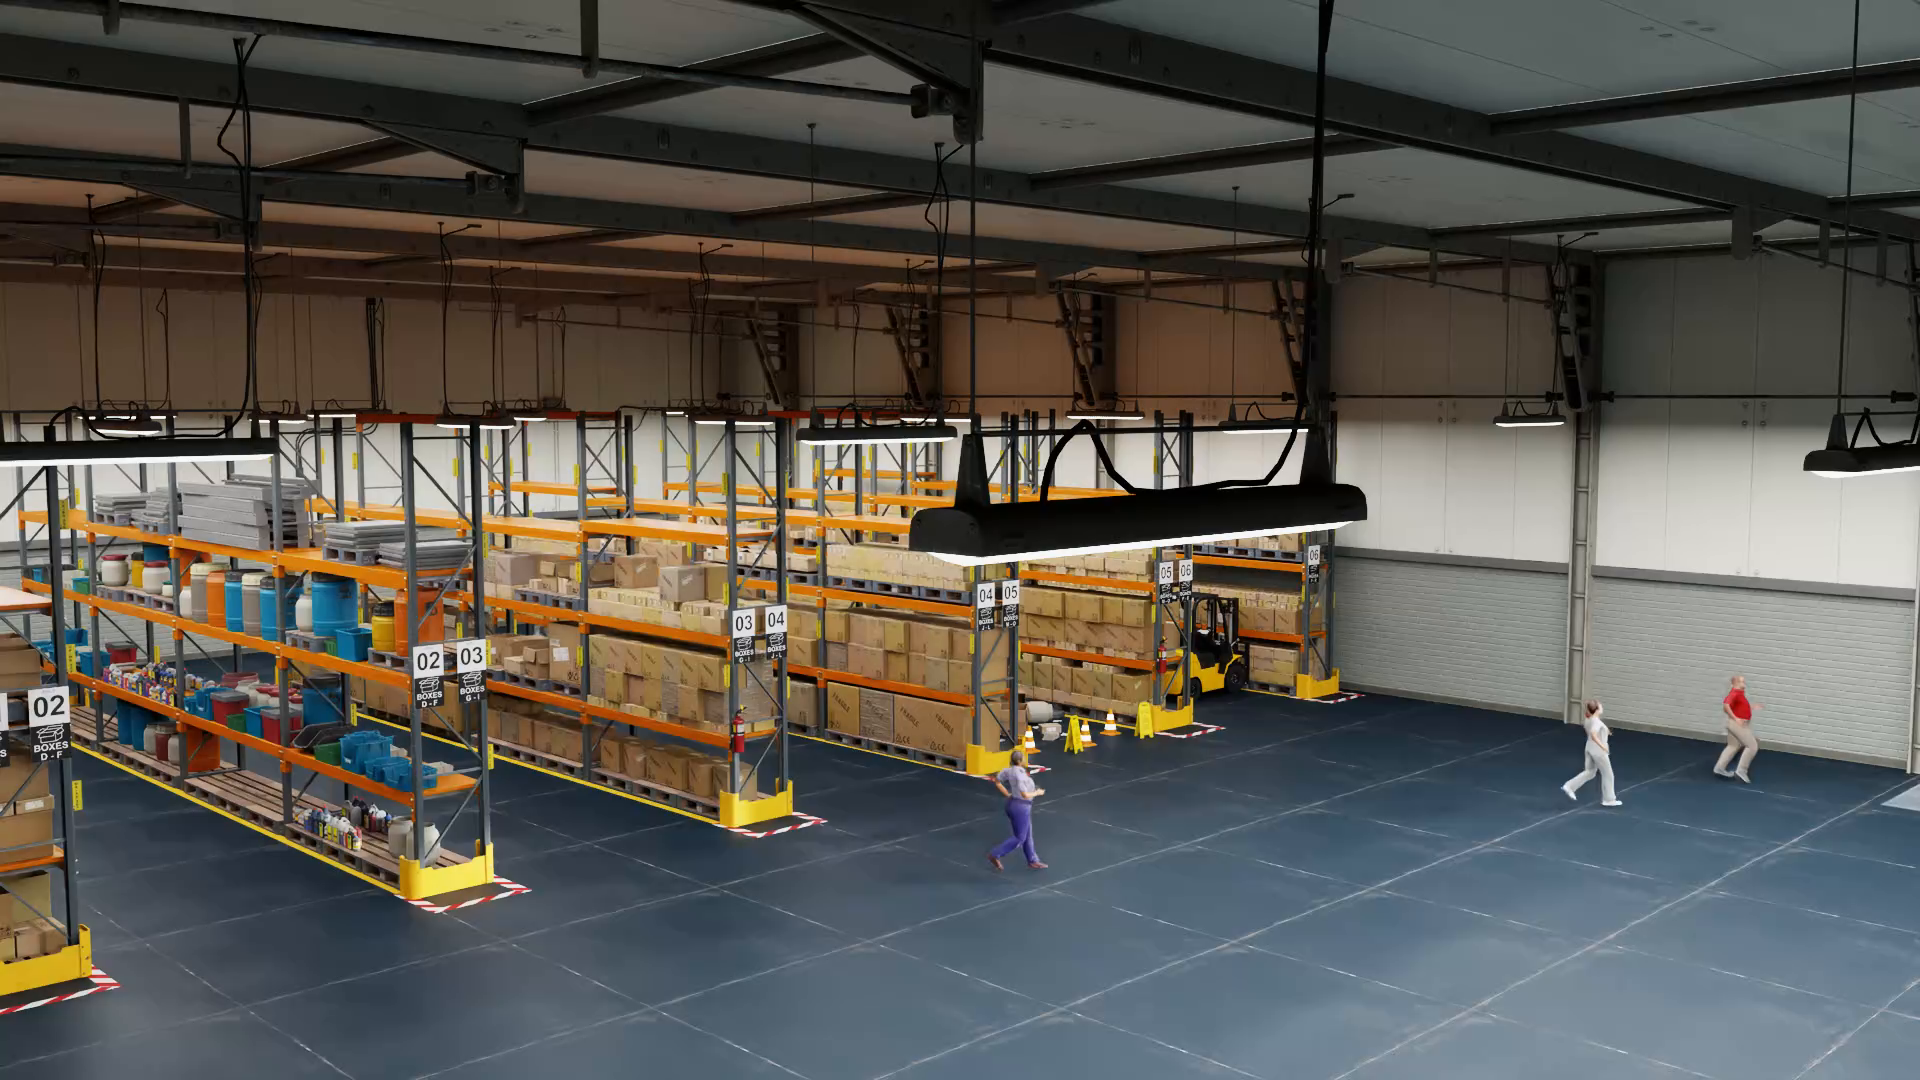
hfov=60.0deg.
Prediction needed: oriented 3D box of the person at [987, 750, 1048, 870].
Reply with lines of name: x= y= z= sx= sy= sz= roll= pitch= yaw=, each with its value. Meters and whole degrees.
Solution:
person: x=0.765 y=3.590 z=21.975 sx=0.924 sy=1.648 sz=0.606 roll=-2 pitch=5 yaw=-20

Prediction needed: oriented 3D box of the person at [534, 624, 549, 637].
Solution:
person: x=-10.507 y=1.816 z=41.595 sx=0.672 sy=1.825 sz=0.884 roll=5 pitch=7 yaw=45

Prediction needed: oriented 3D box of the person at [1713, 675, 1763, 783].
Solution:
person: x=12.809 y=3.114 z=27.331 sx=0.725 sy=1.790 sz=0.637 roll=1 pitch=5 yaw=14

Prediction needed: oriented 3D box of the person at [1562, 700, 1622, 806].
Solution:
person: x=9.751 y=3.274 z=25.559 sx=0.929 sy=1.645 sz=0.574 roll=-1 pitch=5 yaw=-7
